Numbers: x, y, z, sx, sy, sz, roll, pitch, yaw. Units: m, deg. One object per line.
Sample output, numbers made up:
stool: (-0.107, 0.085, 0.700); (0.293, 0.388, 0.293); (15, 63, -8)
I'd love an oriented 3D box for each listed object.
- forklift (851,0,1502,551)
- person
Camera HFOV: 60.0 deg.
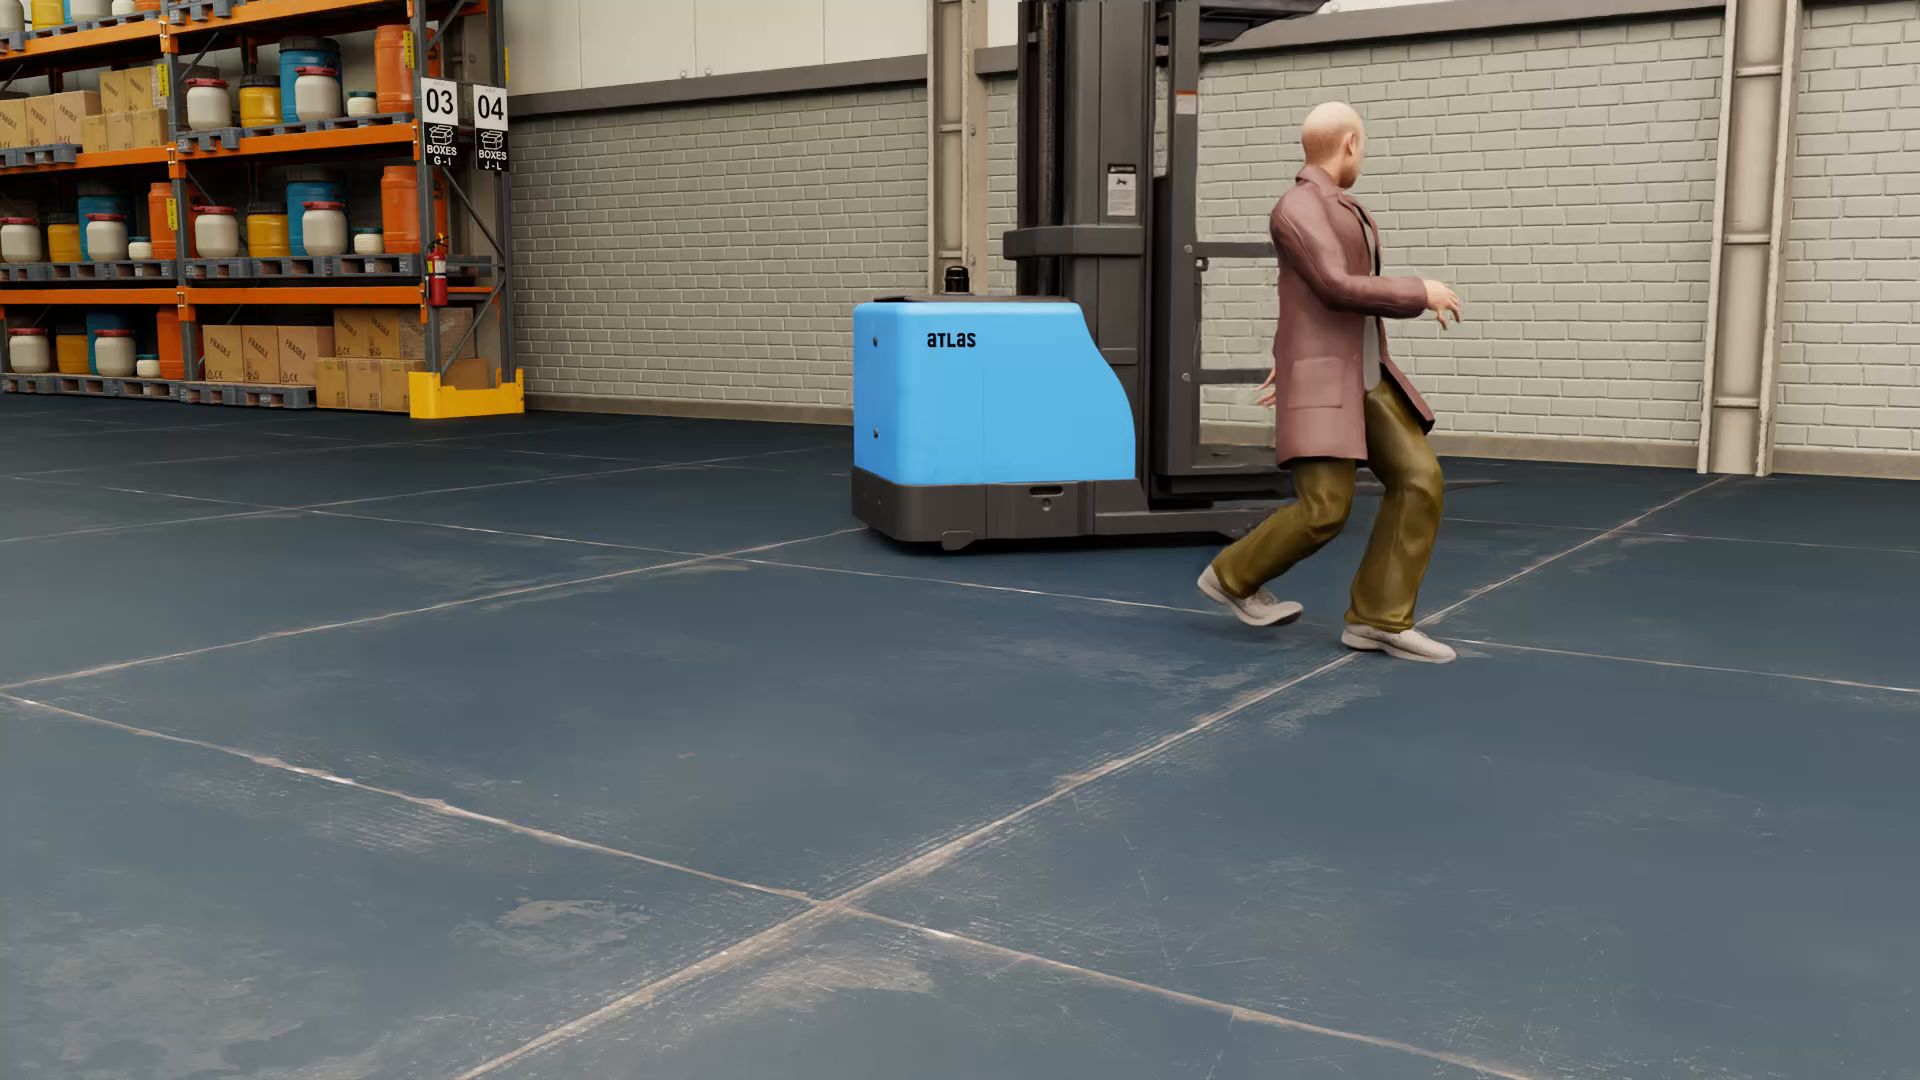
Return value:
forklift: (1.060, -1.497, 7.723); (3.031, 2.935, 1.130); (-2, 8, -16)
person: (1.170, -0.499, 5.193); (0.890, 1.695, 0.646); (8, 11, 44)
